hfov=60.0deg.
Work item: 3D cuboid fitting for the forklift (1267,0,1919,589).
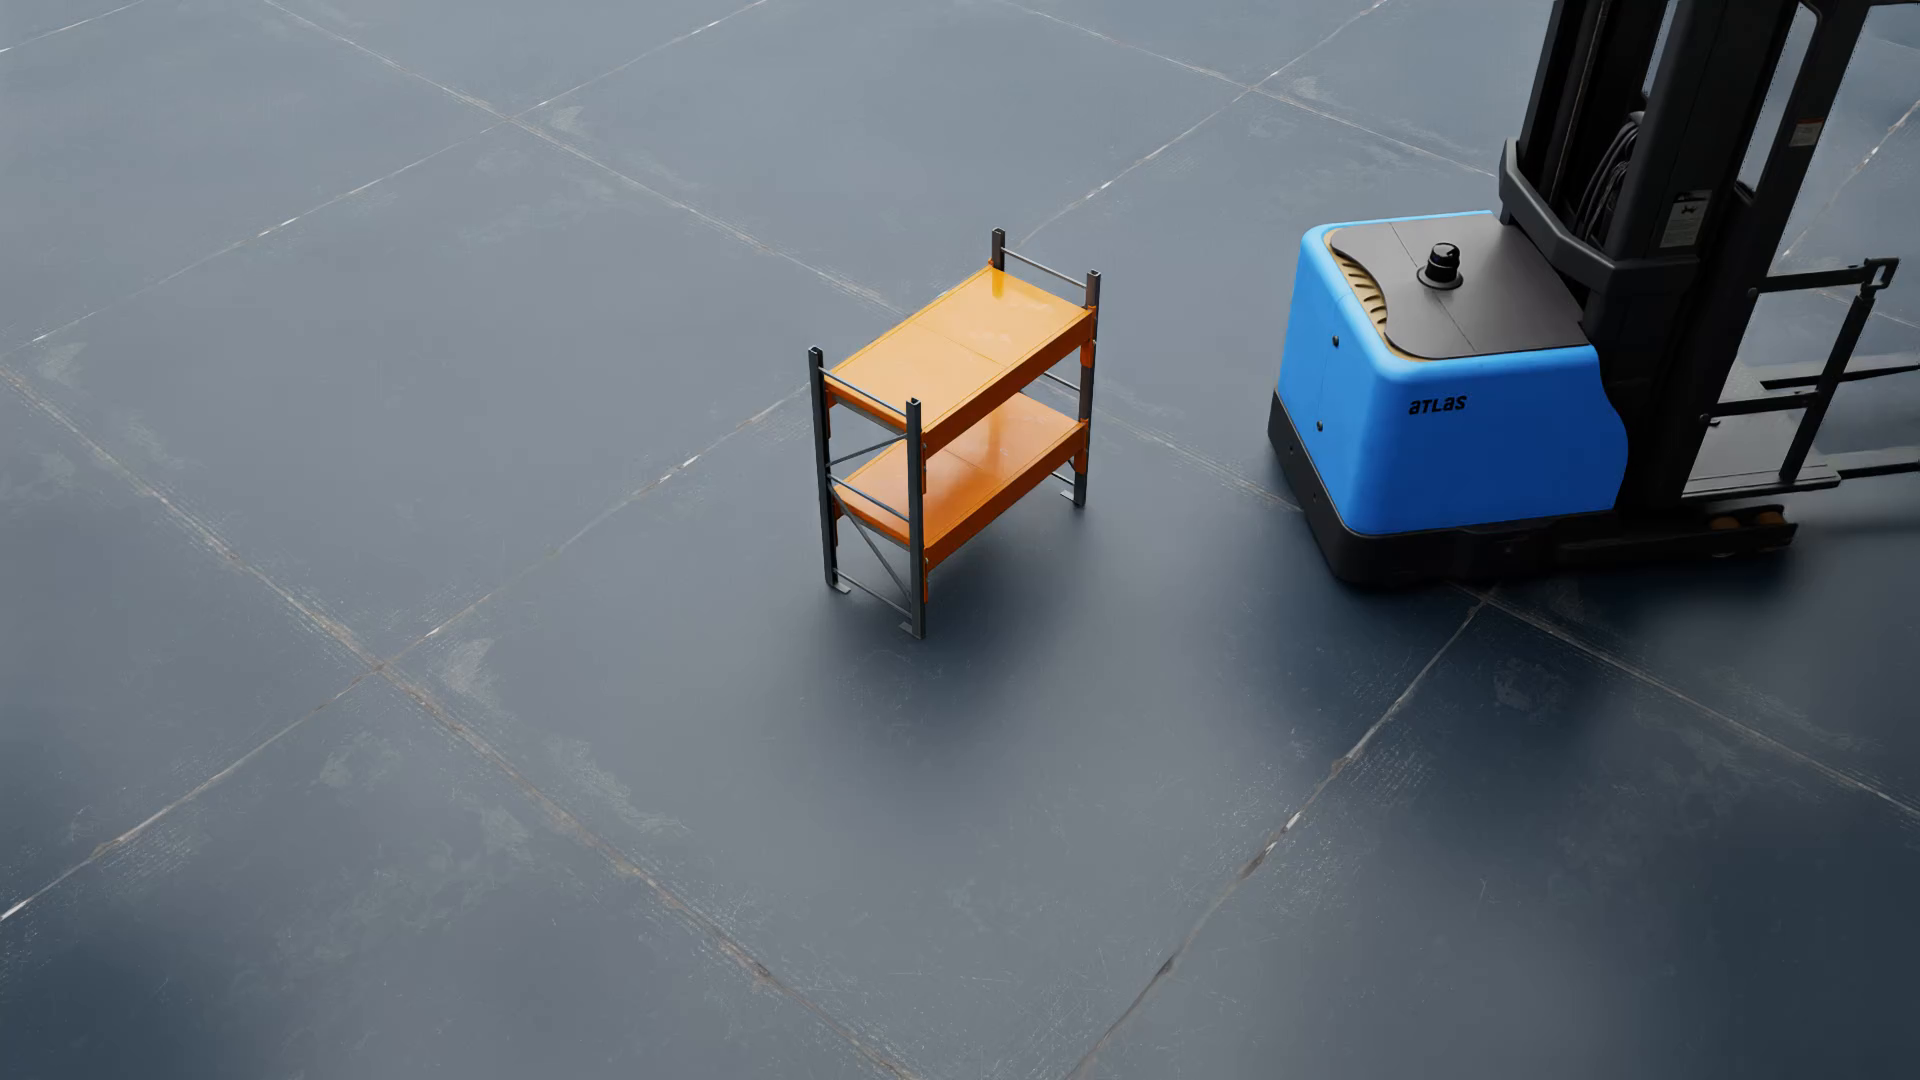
[{"bbox_3d":[2.885,-1.362,6.069,3.031,2.935,1.130,-6,43,-7],"label":"forklift"}]

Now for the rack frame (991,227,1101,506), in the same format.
[{"bbox_3d":[0.323,-0.674,6.656,0.500,1.125,0.032,29,50,28],"label":"rack frame"}]

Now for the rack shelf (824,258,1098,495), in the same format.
[{"bbox_3d":[-0.004,-0.629,6.171,0.538,0.278,1.000,29,50,28],"label":"rack shelf"}]

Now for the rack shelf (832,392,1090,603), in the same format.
[{"bbox_3d":[-0.004,-0.232,6.532,0.538,0.278,1.000,29,50,28],"label":"rack shelf"}]

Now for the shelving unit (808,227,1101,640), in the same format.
[{"bbox_3d":[-0.004,-0.413,6.368,0.538,1.125,1.048,29,50,28],"label":"shelving unit"}]

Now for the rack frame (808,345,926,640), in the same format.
[{"bbox_3d":[-0.332,-0.151,6.080,0.500,1.125,0.032,29,50,28],"label":"rack frame"}]
